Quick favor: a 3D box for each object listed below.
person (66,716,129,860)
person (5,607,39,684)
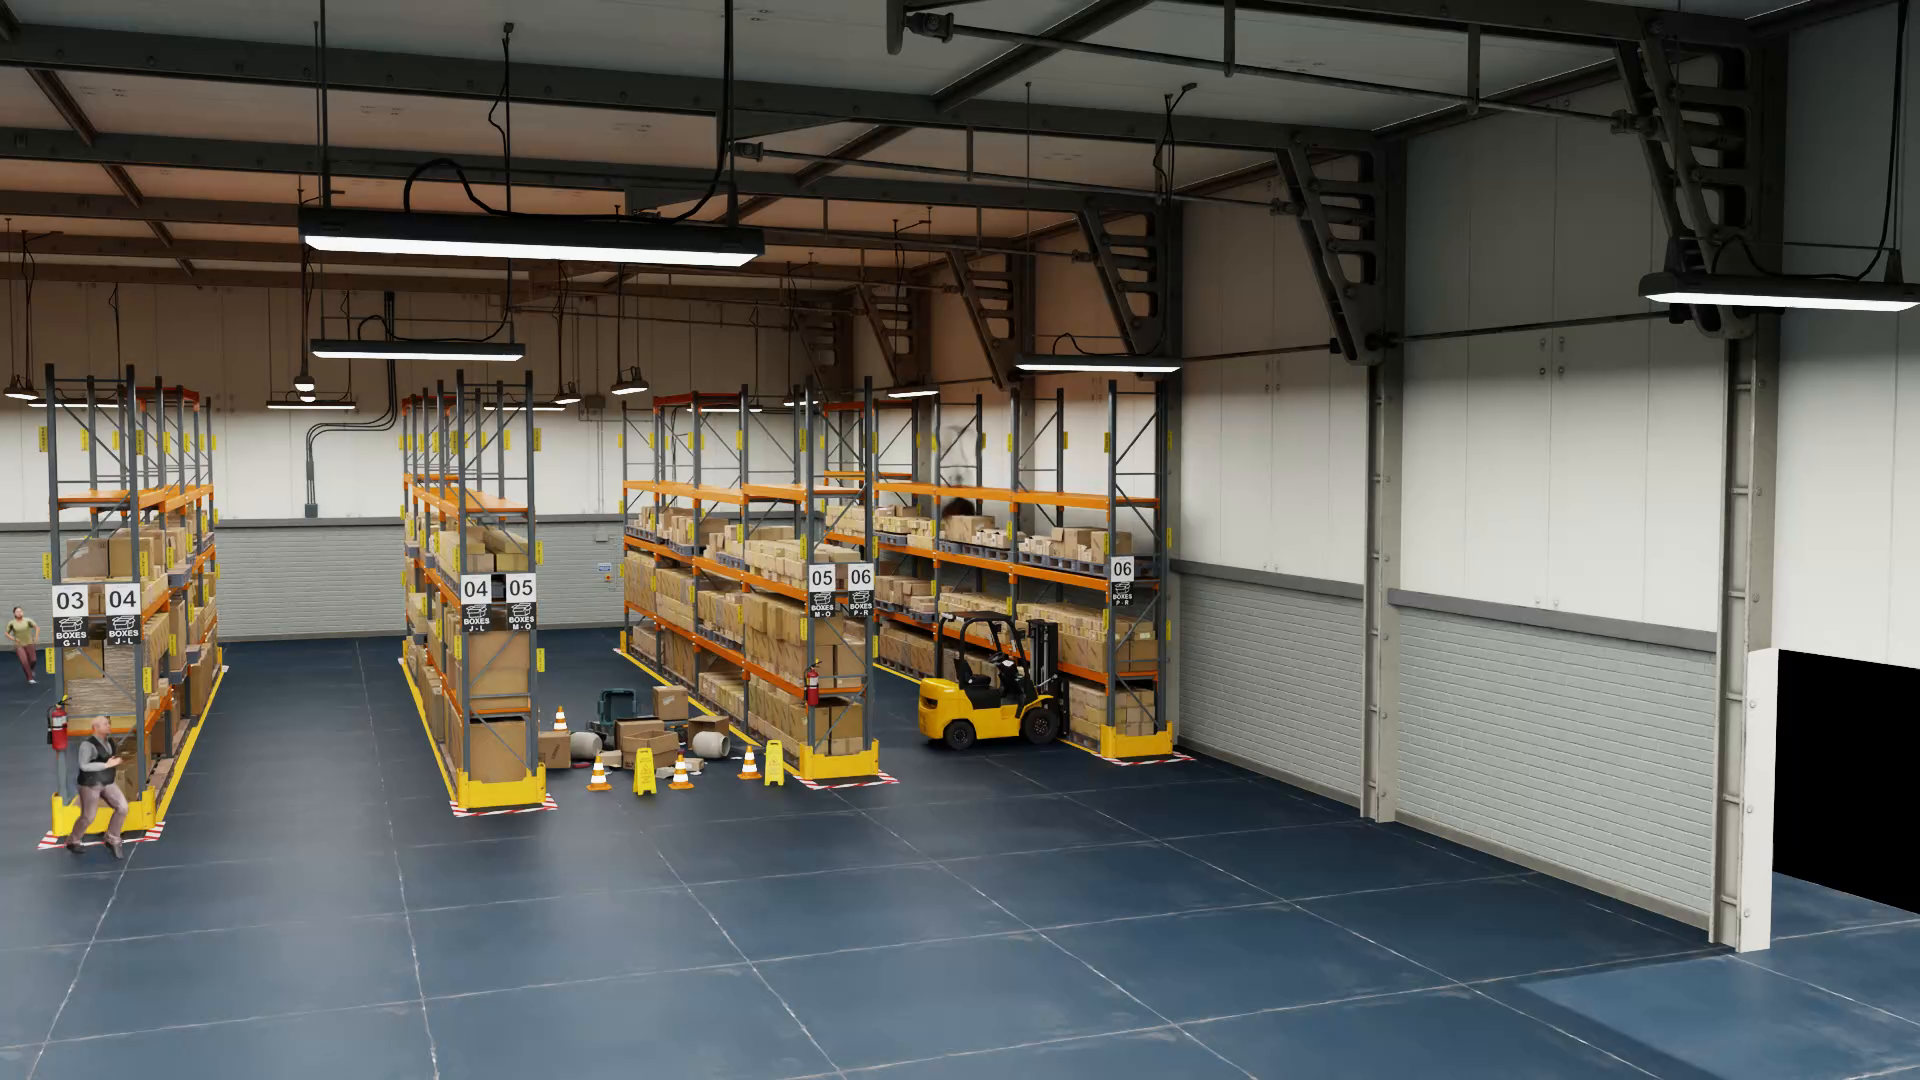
[{"bbox_3d":[-10.386,2.982,19.985,0.843,1.754,0.678,1,3,12],"label":"person"},{"bbox_3d":[-19.484,2.181,34.559,0.625,1.606,0.552,-2,4,-32],"label":"person"}]
